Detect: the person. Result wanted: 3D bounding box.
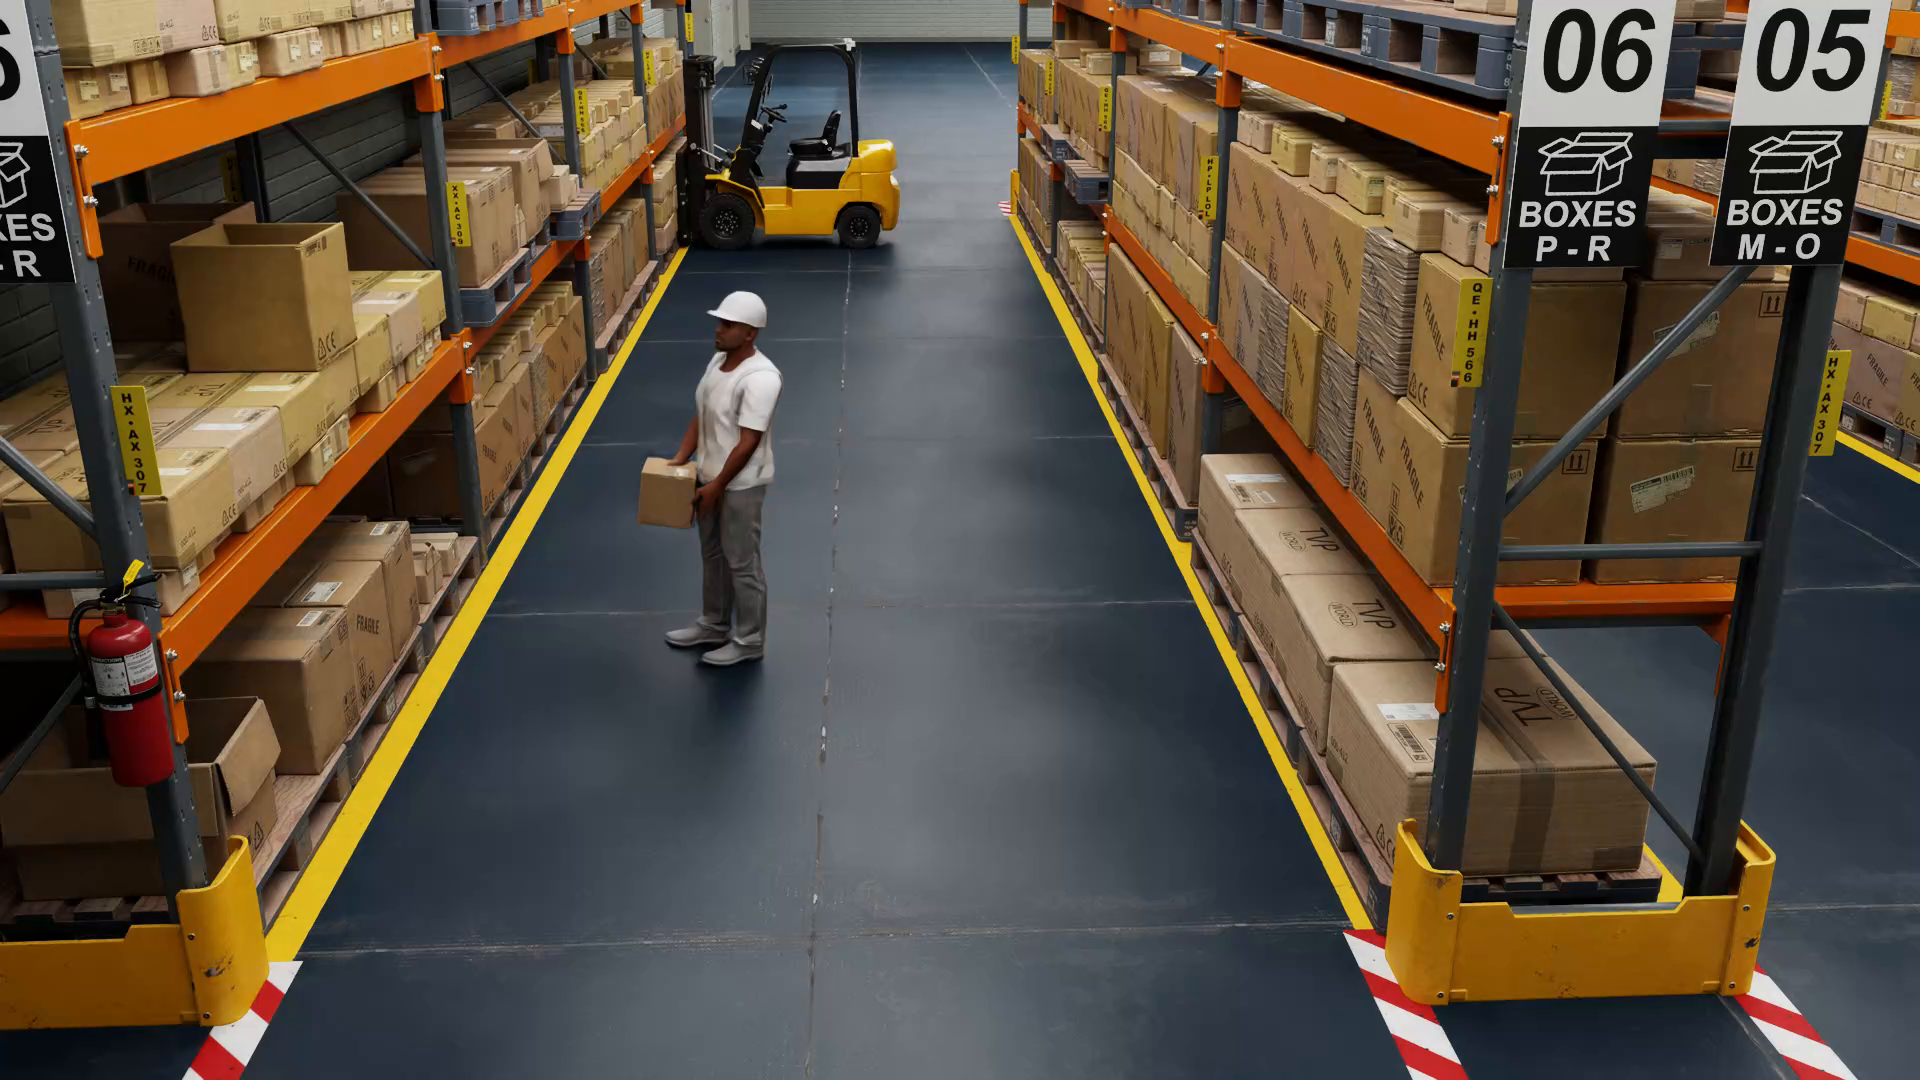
[{"bbox_3d":[-1.114,-0.279,7.772,0.503,1.770,0.604,-12,24,-30],"label":"person"}]
